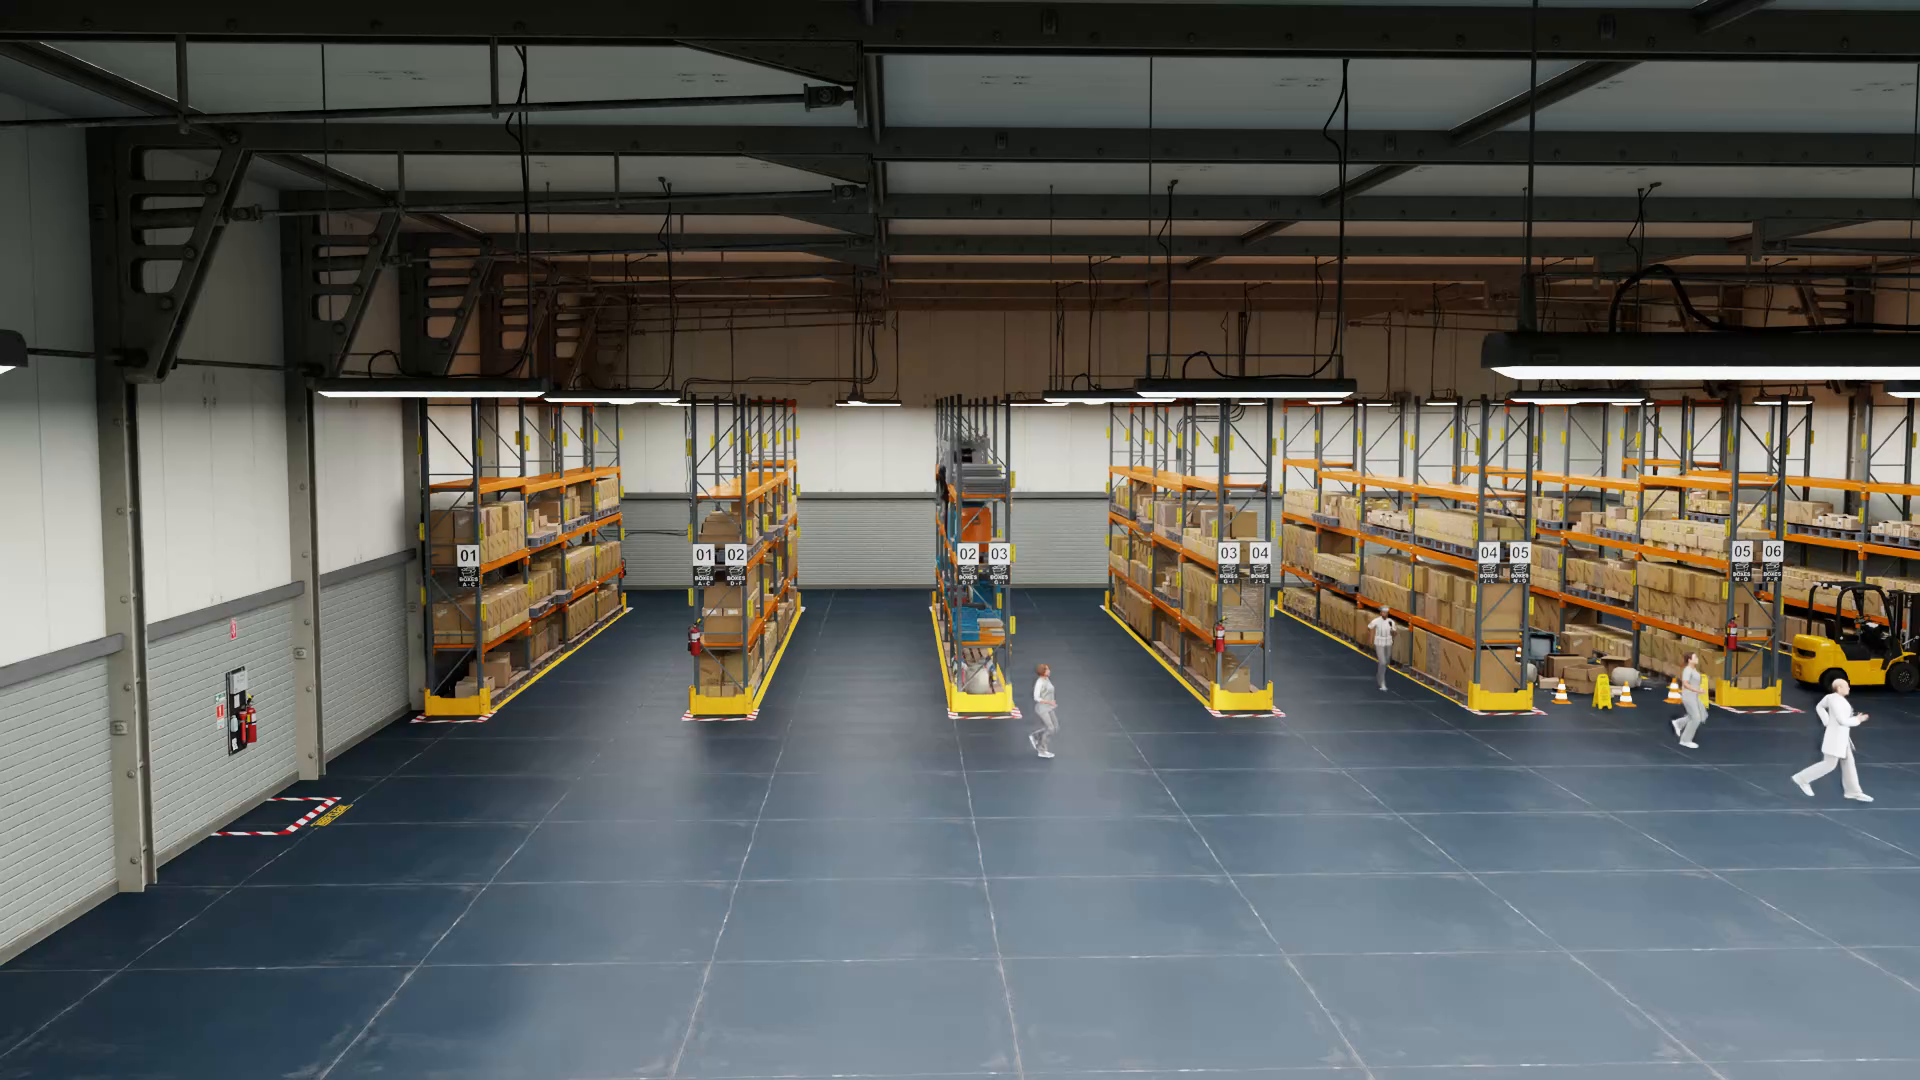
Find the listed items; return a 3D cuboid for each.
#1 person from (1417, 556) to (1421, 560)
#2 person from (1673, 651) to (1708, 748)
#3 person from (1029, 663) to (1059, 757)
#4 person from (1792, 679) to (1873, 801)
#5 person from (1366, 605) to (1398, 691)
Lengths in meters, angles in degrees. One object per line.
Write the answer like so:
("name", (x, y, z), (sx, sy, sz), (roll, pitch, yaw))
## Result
("person", (13.498, 1.026, 49.318), (0.605, 1.660, 0.648), (1, 5, 10))
("person", (12.385, 2.694, 28.199), (0.560, 1.635, 0.613), (3, 5, 34))
("person", (1.380, 2.806, 27.332), (0.560, 1.531, 0.532), (2, 5, 23))
("person", (12.743, 2.895, 24.231), (1.059, 1.764, 0.703), (2, 5, 27))
("person", (8.663, 2.199, 34.081), (0.547, 1.750, 0.777), (-1, 5, -12))
